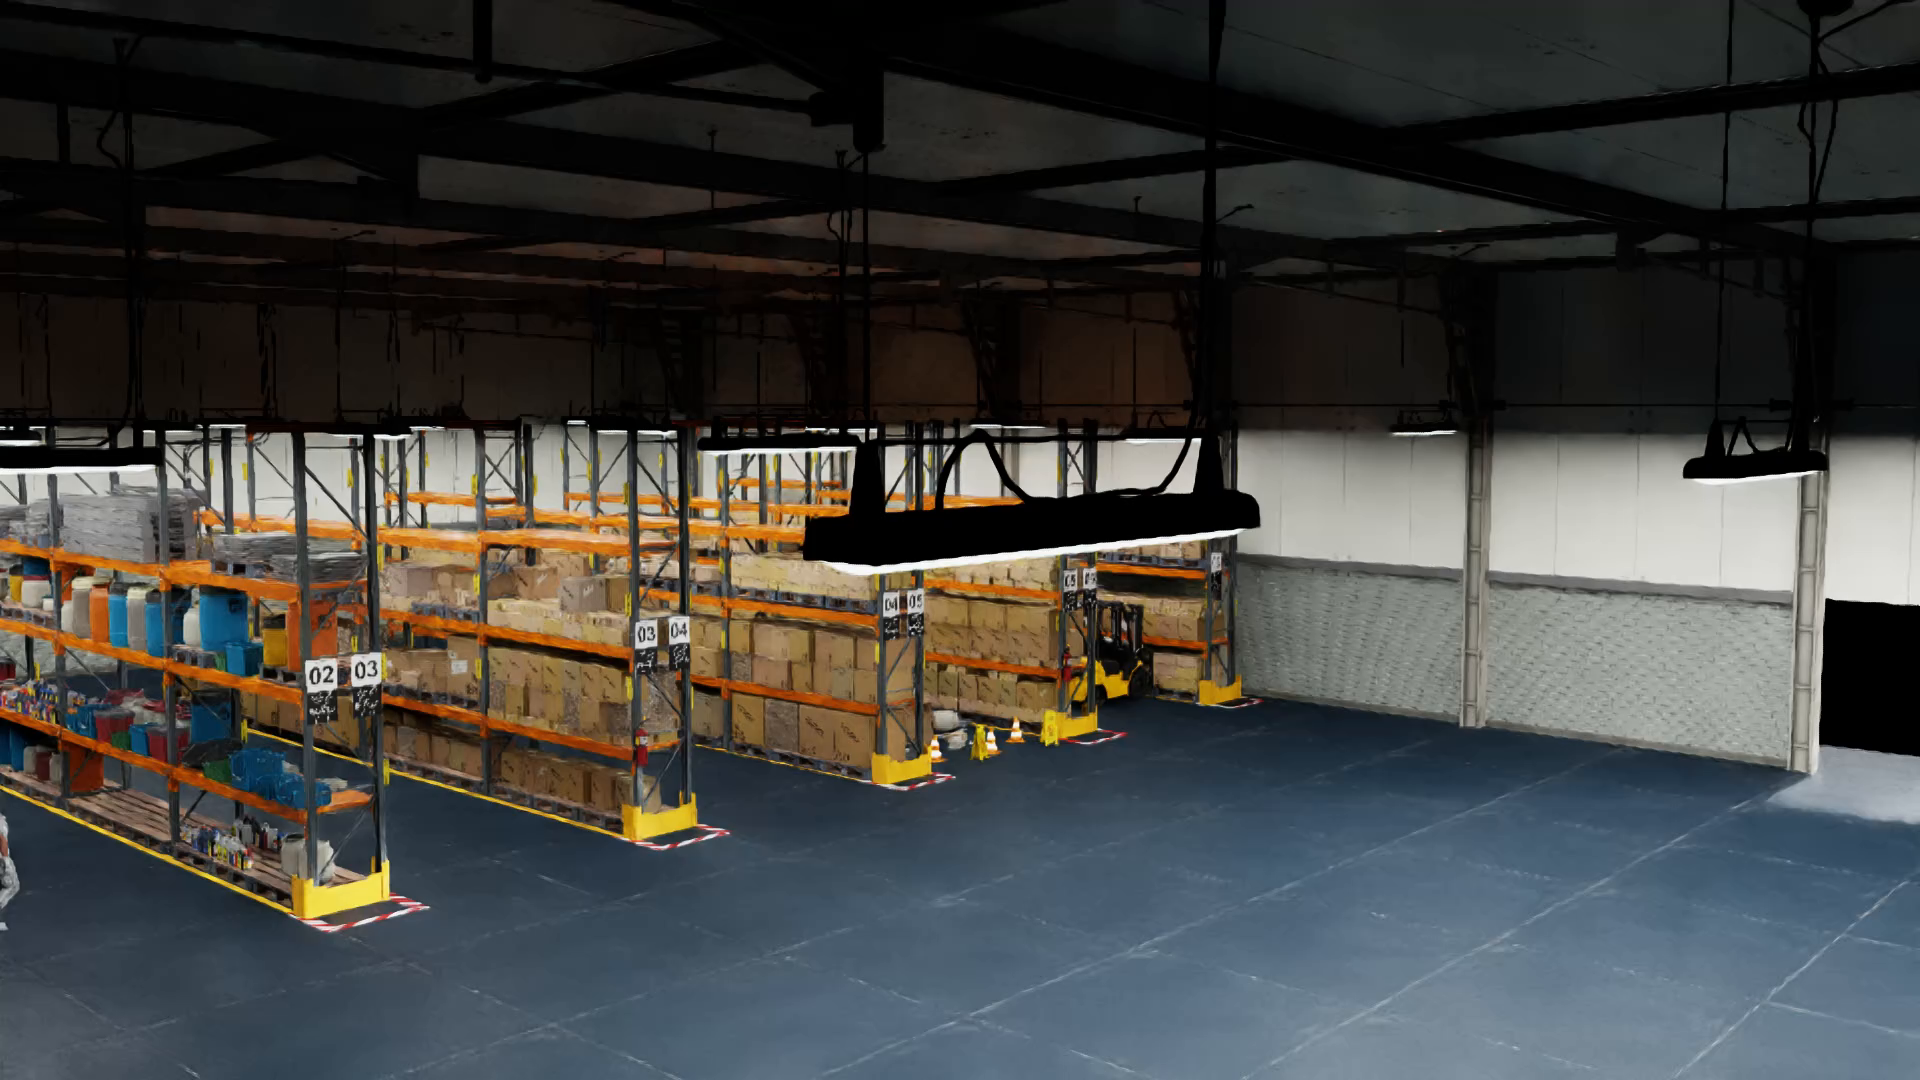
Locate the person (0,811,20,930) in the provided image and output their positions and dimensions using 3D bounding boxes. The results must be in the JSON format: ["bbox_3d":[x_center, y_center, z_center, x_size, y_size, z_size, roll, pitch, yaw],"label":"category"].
[{"bbox_3d":[-11.601,3.815,19.861,0.604,1.781,0.444,1,5,16],"label":"person"}]
